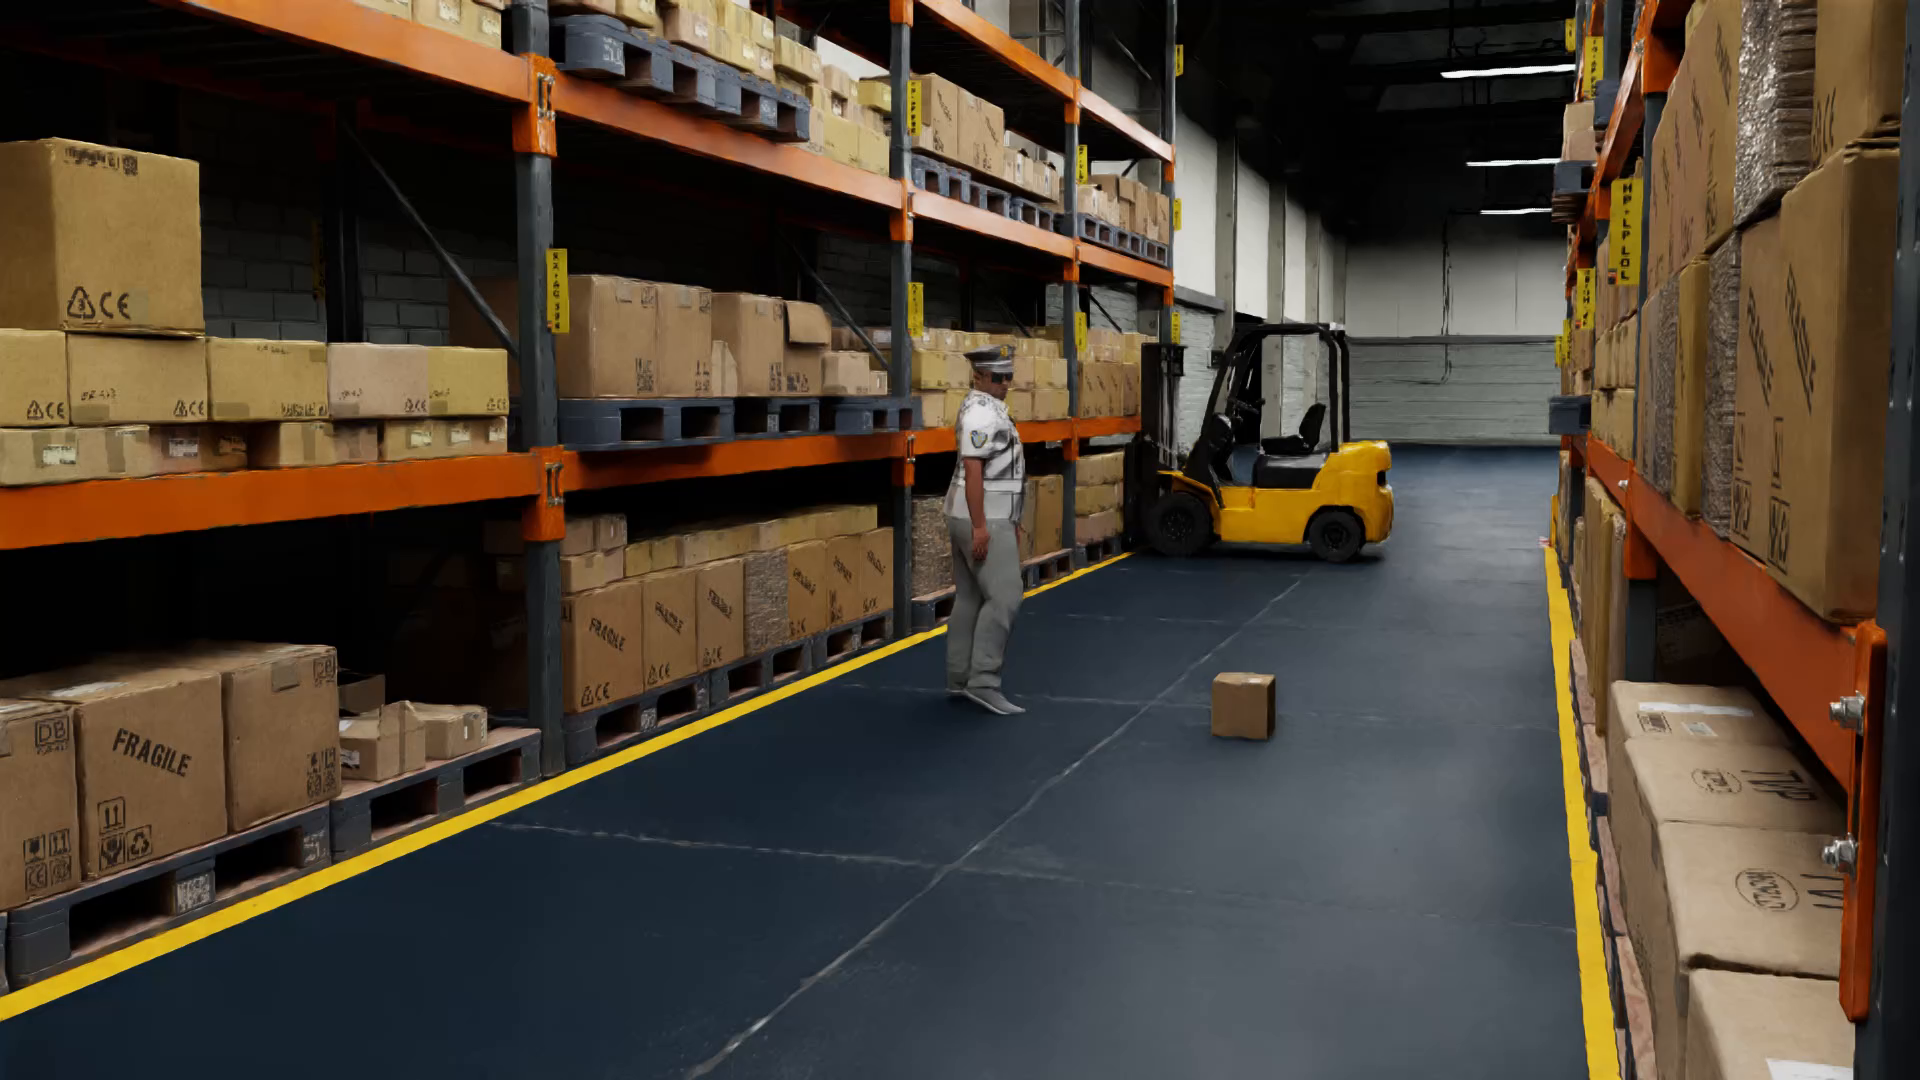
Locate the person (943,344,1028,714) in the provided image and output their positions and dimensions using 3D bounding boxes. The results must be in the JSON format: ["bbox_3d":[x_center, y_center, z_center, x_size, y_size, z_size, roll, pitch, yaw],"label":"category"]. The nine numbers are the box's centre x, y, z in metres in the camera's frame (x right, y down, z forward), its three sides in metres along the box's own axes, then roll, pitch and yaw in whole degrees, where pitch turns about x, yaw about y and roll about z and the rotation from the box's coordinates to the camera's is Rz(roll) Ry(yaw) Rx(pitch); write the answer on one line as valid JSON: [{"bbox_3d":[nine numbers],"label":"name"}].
[{"bbox_3d":[0.144,-0.053,8.153,0.452,1.802,0.602,-1,5,-9],"label":"person"}]
